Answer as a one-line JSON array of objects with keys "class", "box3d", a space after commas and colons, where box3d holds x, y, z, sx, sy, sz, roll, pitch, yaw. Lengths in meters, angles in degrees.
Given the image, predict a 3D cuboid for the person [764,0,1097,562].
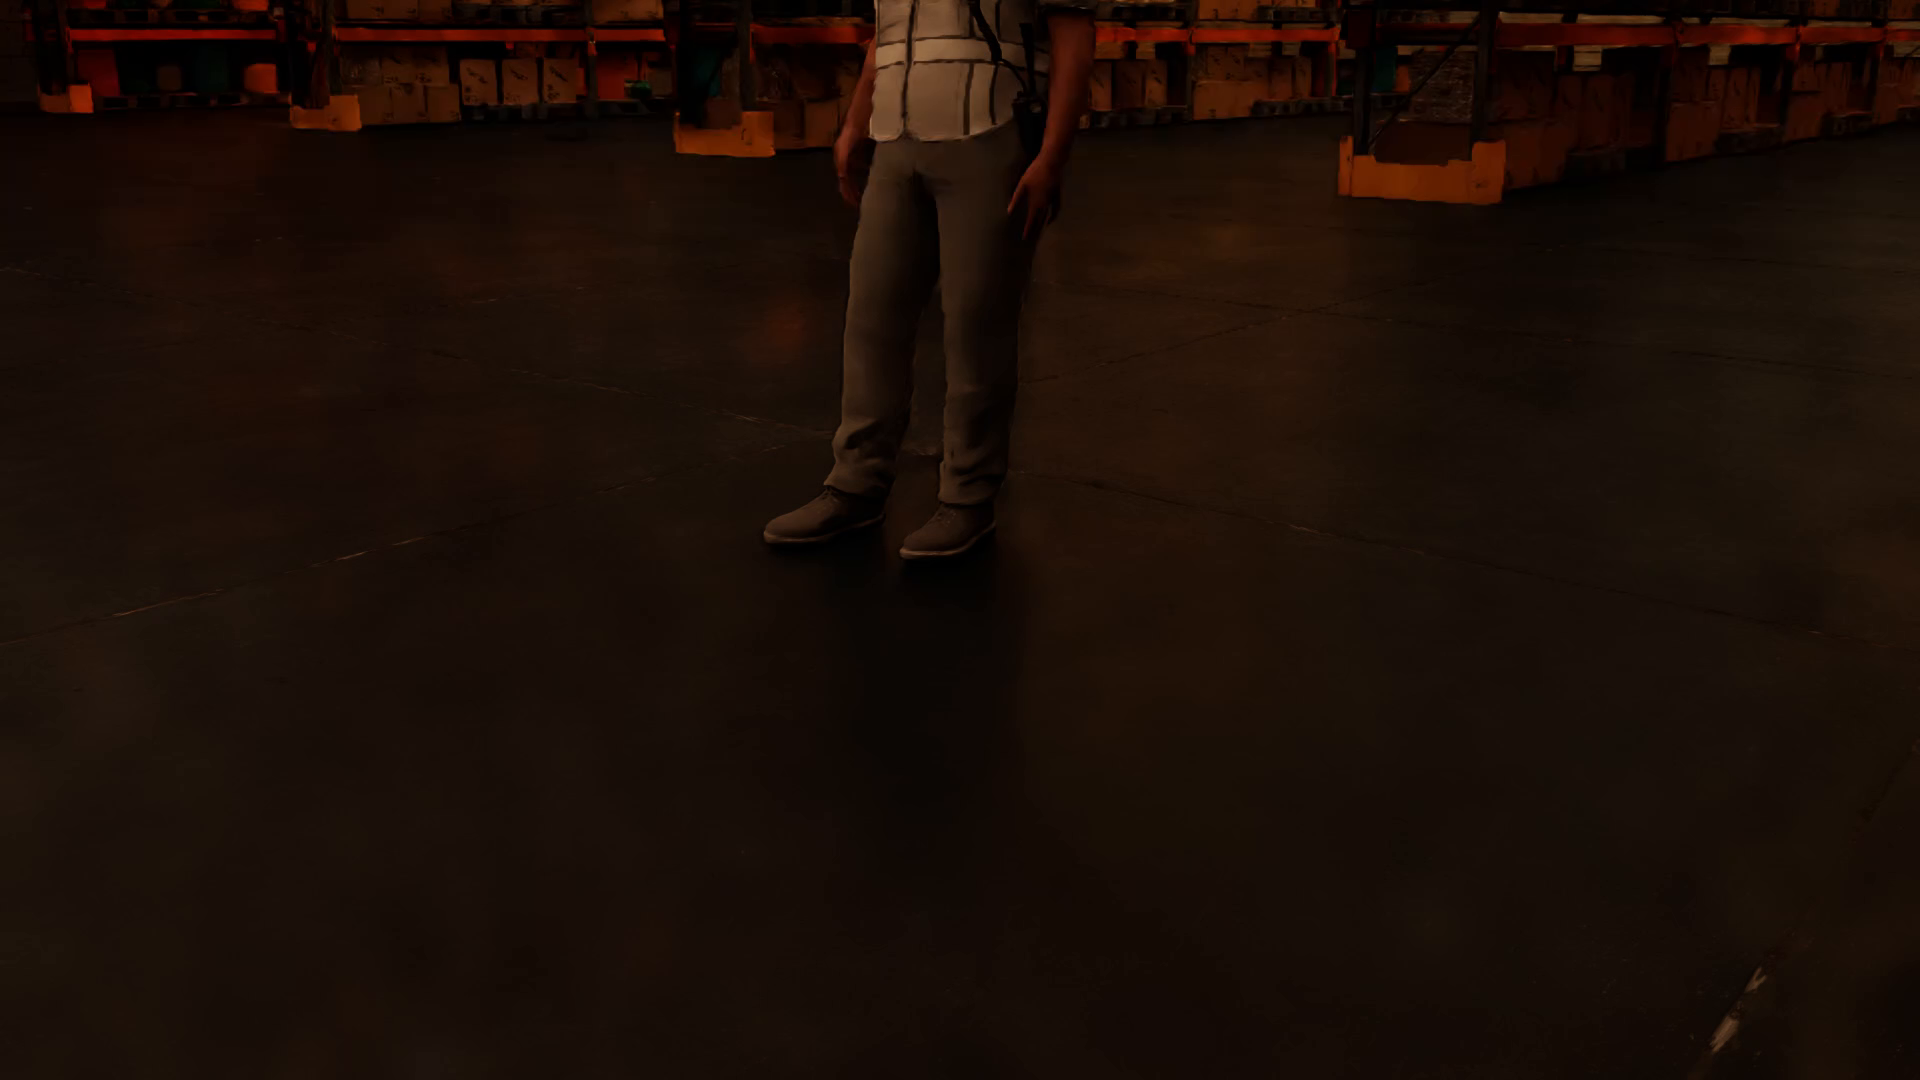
[{"class": "person", "box3d": [-0.059, -0.844, 3.630, 0.641, 1.778, 0.574, 13, 21, 37]}]
